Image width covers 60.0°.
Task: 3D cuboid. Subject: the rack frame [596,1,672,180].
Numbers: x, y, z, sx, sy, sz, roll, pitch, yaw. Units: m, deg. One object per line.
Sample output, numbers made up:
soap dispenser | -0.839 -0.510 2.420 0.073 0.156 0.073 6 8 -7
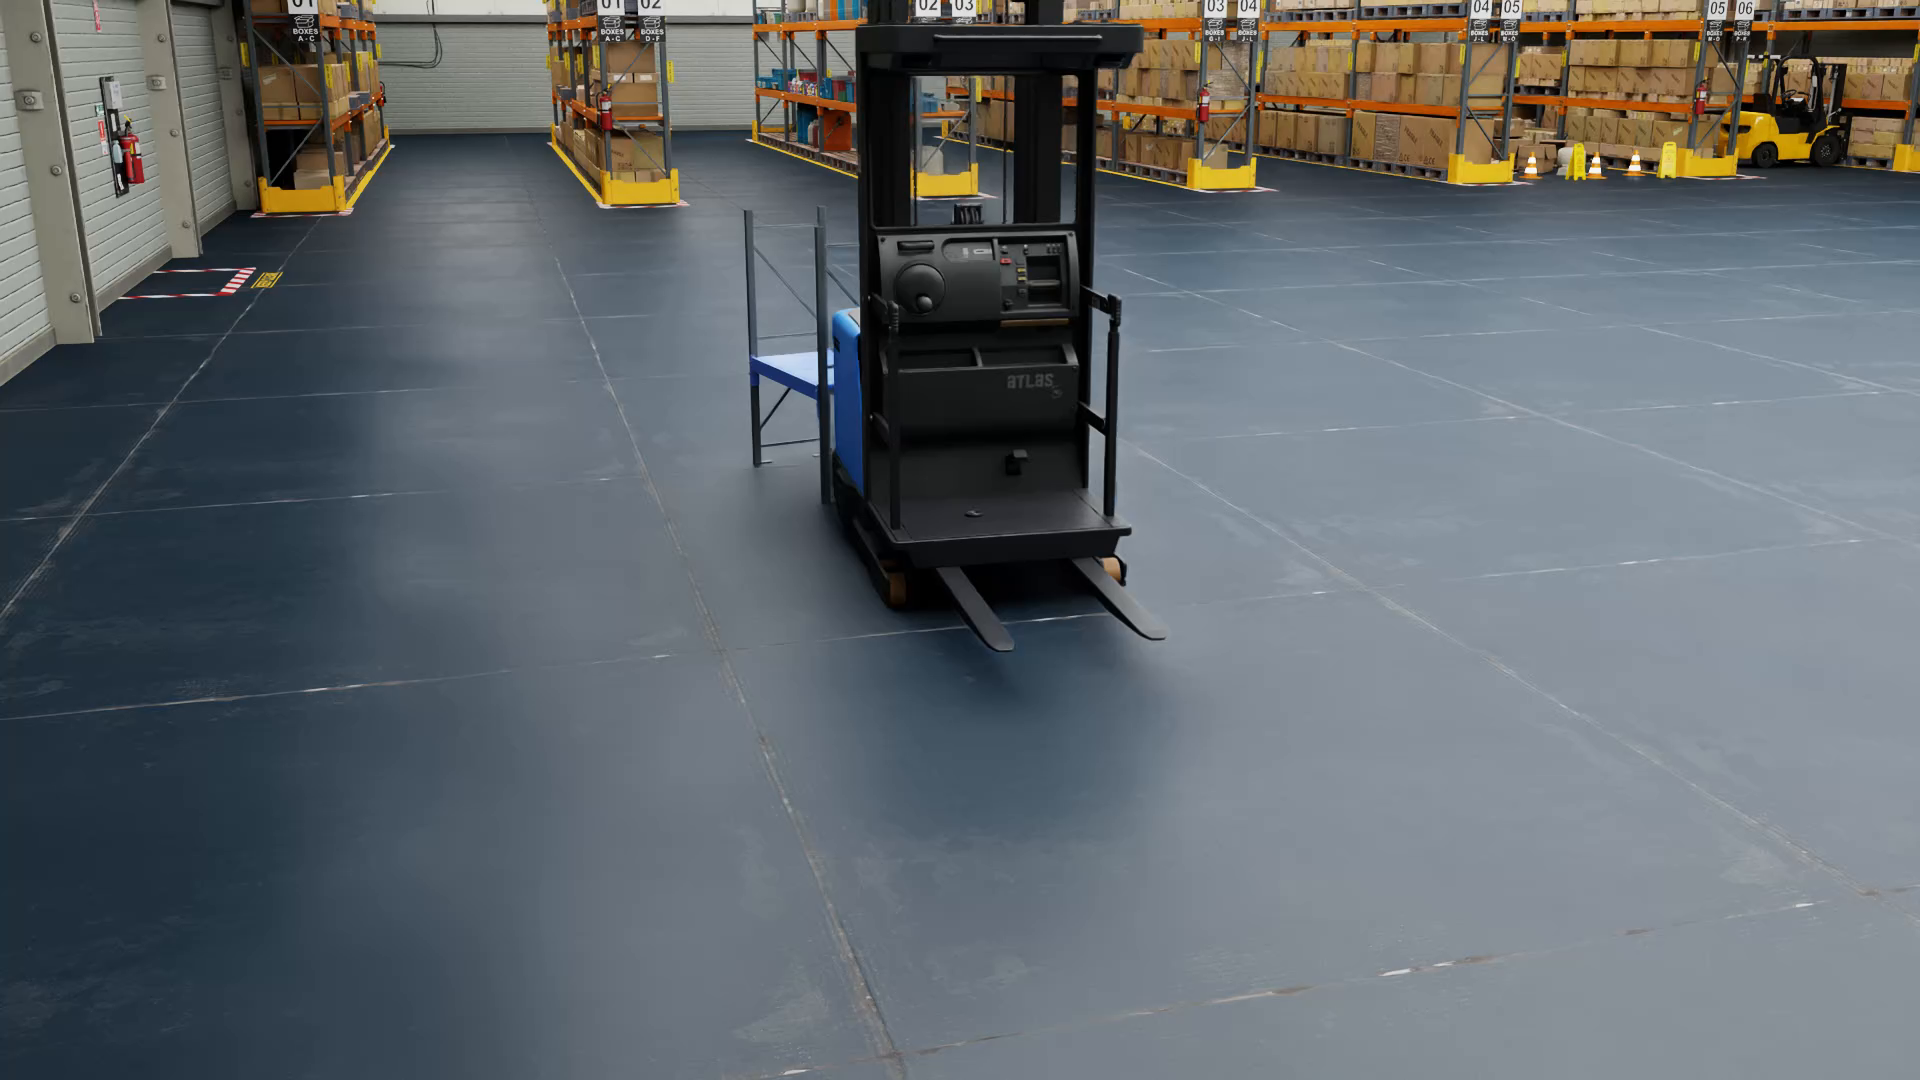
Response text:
rack frame | -4.999 -6.723 25.618 1.000 3.000 0.127 -5 17 -15

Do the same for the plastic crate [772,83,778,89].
plastic crate | -4.301 -10.793 39.523 0.293 0.136 0.466 -5 17 -15

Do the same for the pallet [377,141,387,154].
pallet | -13.532 -8.868 37.609 1.003 0.211 1.213 -5 17 -15

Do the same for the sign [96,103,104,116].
sign | -8.434 -4.221 16.306 0.001 0.109 0.331 -5 17 -15

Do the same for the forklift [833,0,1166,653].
forklift | 0.137 -1.216 7.407 1.130 2.935 3.031 -4 17 -12

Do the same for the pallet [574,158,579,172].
pallet | -7.009 -7.369 32.618 1.003 0.211 1.213 -5 17 -15

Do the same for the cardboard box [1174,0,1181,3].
cardboard box | 3.919 -9.329 28.647 0.380 0.149 0.250 -5 17 -15

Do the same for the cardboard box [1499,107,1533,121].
cardboard box | 14.989 -11.408 44.832 0.700 0.500 0.500 -5 18 -17

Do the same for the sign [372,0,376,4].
sign | -13.633 -12.618 38.627 0.100 0.325 0.005 -5 17 -15

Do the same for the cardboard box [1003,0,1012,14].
cardboard box | 1.398 -12.350 38.235 0.700 0.500 0.500 -4 17 -14

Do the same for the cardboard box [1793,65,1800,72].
cardboard box | 17.733 -9.896 34.883 0.380 0.149 0.250 -5 17 -15

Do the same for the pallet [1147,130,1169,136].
pallet | 5.468 -10.374 42.621 1.003 0.211 1.213 -5 17 -15

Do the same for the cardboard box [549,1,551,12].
cardboard box | -9.098 -12.175 37.946 0.500 0.250 0.500 -5 17 -15

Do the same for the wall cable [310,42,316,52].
wall cable | -15.420 -11.522 39.829 0.084 1.984 1.851 -5 17 -15

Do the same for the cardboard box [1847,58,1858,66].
cardboard box | 18.078 -9.610 33.413 0.380 0.149 0.250 -4 17 -14

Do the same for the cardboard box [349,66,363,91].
cardboard box | -11.847 -8.897 32.133 0.500 0.500 0.500 -4 17 -14

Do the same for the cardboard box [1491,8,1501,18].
cardboard box | 12.107 -11.723 36.876 0.700 0.500 0.500 -5 17 -15

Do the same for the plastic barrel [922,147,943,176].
plastic barrel | -0.490 -6.299 27.802 0.421 0.512 0.421 0 17 0

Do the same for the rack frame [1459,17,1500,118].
rack frame | 11.856 -10.501 38.197 1.000 3.000 0.127 -5 17 -15

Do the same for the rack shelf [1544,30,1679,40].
rack shelf | 16.078 -12.540 41.021 1.077 0.370 4.000 -5 17 -15

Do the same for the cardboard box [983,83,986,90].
cardboard box | 0.759 -10.834 39.741 0.380 0.149 0.250 -4 17 -14

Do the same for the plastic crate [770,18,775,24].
plastic crate | -4.249 -12.065 38.646 0.293 0.136 0.466 -5 17 -15

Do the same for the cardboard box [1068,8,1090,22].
cardboard box | 2.504 -10.649 33.736 0.500 0.250 0.500 -4 17 -14

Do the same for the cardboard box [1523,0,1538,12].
cardboard box | 12.383 -11.392 35.481 0.500 0.250 0.500 -4 17 -15

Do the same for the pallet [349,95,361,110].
pallet | -10.931 -7.568 28.764 1.003 0.211 1.213 -5 17 -15

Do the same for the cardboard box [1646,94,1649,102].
cardboard box | 13.485 -8.539 32.103 0.380 0.149 0.250 -4 17 -14

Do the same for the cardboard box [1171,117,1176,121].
cardboard box | 5.494 -10.523 41.460 0.380 0.149 0.250 -5 17 -16

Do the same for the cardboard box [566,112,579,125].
cardboard box | -8.124 -8.985 35.427 0.500 0.250 0.500 -5 17 -15

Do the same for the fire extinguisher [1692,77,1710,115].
fire extinguisher | 13.643 -8.183 30.615 0.296 0.674 0.183 -5 17 -15

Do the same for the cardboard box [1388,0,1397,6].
cardboard box | 8.279 -10.132 31.287 0.380 0.149 0.250 -5 17 -16

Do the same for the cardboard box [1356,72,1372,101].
cardboard box | 8.337 -8.946 32.760 0.875 0.550 0.550 -5 17 -15

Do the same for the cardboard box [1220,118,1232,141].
cardboard box | 6.392 -9.536 38.600 0.500 0.500 0.500 -6 18 -18

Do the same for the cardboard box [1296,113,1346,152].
cardboard box | 7.705 -8.531 34.819 1.050 0.750 0.750 -5 17 -15

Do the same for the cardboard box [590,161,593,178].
cardboard box | -5.998 -6.284 28.207 0.500 0.250 0.500 -5 17 -15

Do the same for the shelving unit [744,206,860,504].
shelving unit | -0.775 -1.080 9.440 0.538 1.500 1.048 -9 19 -27

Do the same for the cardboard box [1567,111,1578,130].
cardboard box | 15.734 -10.569 42.037 0.500 0.500 0.500 -5 17 -17

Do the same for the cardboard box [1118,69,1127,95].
cardboard box | 3.491 -8.672 31.418 0.875 0.500 0.500 -5 17 -15

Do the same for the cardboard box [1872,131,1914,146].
cardboard box | 18.392 -7.915 32.770 0.500 0.250 0.500 -5 17 -16

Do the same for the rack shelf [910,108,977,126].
rack shelf | -0.785 -7.322 28.864 1.077 0.370 4.000 -5 17 -15

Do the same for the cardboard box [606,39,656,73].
cardboard box | -5.130 -7.537 25.899 0.700 0.500 0.500 -5 17 -15

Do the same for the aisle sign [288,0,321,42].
aisle sign | -9.453 -7.579 23.950 0.394 0.787 0.004 -5 17 -15

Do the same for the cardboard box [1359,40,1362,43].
cardboard box | 10.339 -12.656 42.333 0.380 0.149 0.250 -5 17 -15

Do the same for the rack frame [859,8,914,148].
rack frame | -1.335 -8.220 30.602 1.000 3.000 0.127 -5 17 -15

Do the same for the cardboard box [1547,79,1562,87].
cardboard box | 12.549 -9.596 34.891 0.380 0.149 0.250 -4 17 -14

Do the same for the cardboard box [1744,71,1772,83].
cardboard box | 17.346 -10.071 36.158 0.500 0.250 0.500 -5 17 -16

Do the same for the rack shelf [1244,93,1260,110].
rack shelf | 6.575 -10.291 38.747 1.077 0.370 4.000 -5 17 -15

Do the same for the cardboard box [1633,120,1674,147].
cardboard box | 13.437 -7.877 32.207 0.500 0.500 0.500 -4 17 -13

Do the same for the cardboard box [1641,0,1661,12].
cardboard box | 13.371 -10.198 31.718 0.500 0.250 0.500 -4 17 -14

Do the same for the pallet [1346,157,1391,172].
pallet | 8.358 -7.423 32.798 1.003 0.211 1.213 -5 17 -15

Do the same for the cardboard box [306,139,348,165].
cardboard box | -11.371 -6.936 29.907 0.700 0.500 0.500 -4 17 -15

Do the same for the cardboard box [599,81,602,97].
cardboard box | -5.685 -7.470 27.933 0.700 0.500 0.500 -4 17 -14

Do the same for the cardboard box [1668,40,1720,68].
cardboard box | 13.705 -9.082 31.043 0.700 0.500 0.500 -5 17 -17
